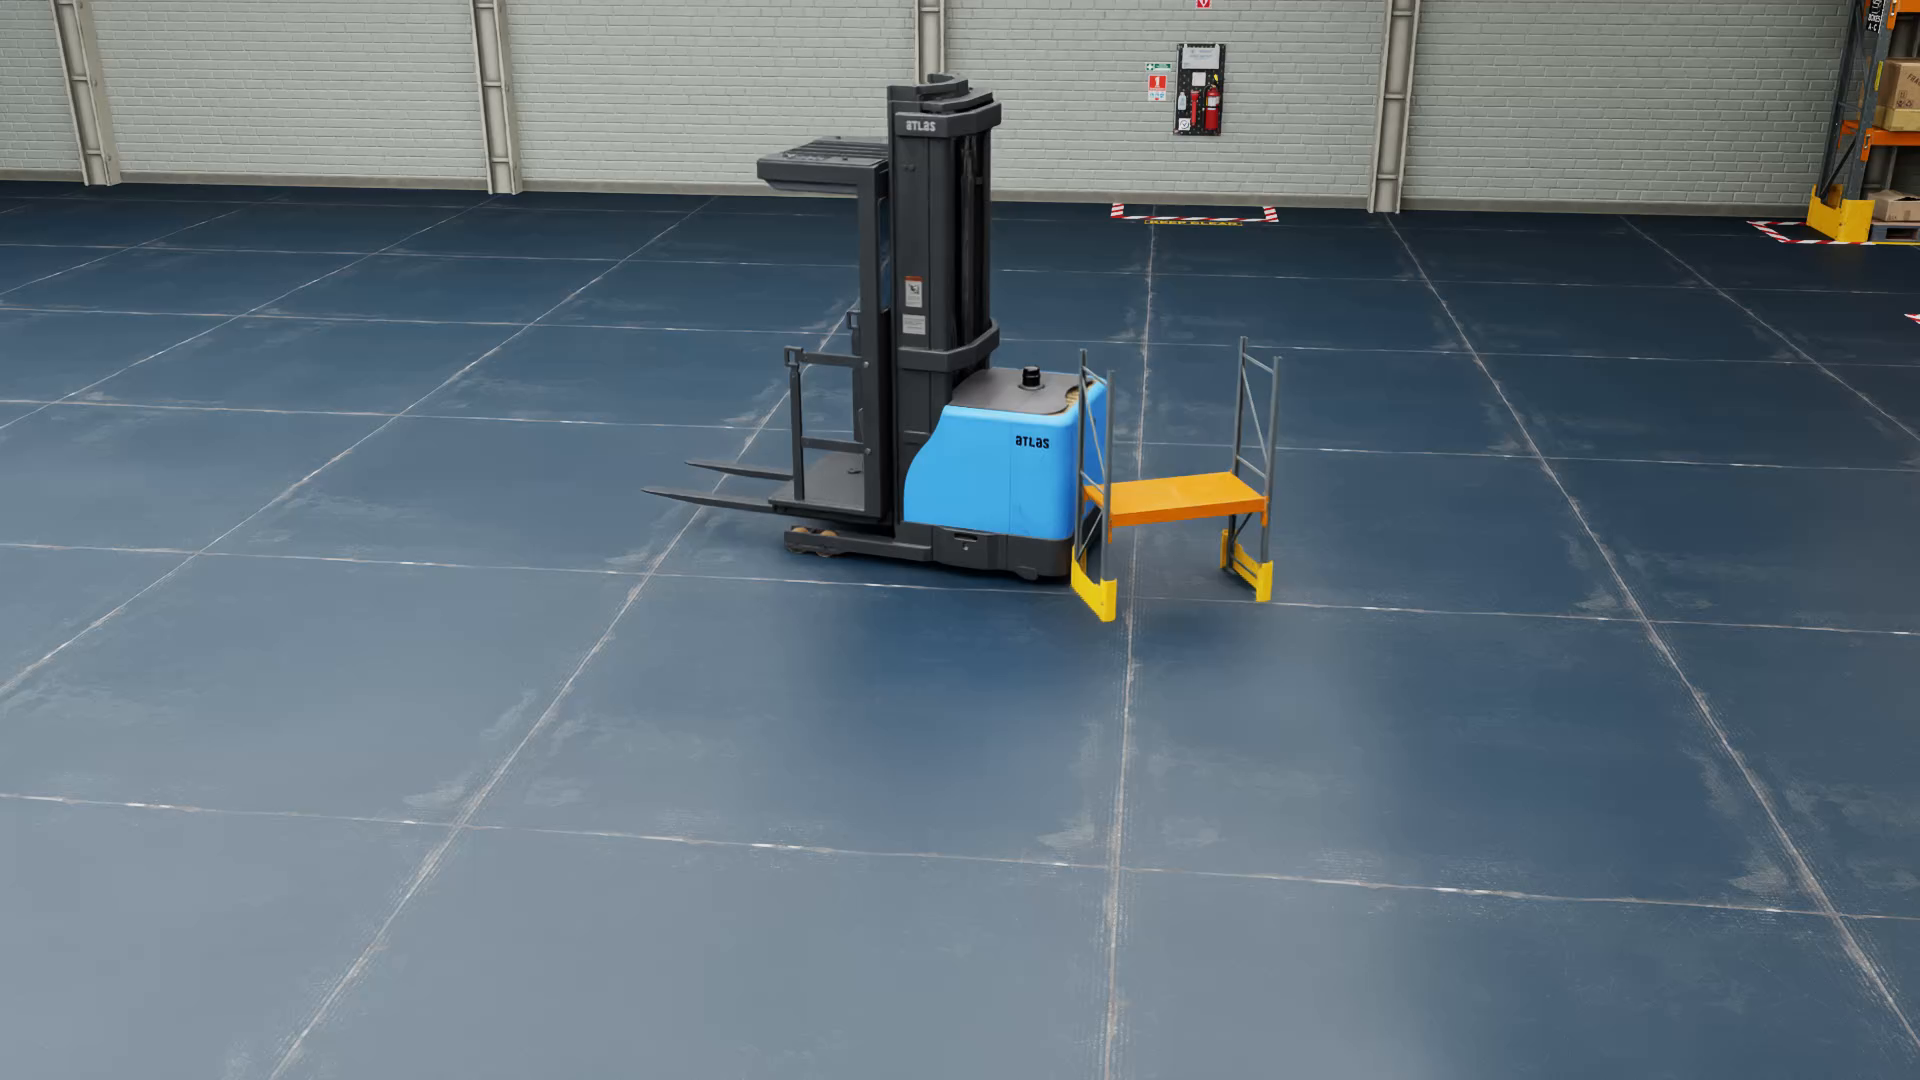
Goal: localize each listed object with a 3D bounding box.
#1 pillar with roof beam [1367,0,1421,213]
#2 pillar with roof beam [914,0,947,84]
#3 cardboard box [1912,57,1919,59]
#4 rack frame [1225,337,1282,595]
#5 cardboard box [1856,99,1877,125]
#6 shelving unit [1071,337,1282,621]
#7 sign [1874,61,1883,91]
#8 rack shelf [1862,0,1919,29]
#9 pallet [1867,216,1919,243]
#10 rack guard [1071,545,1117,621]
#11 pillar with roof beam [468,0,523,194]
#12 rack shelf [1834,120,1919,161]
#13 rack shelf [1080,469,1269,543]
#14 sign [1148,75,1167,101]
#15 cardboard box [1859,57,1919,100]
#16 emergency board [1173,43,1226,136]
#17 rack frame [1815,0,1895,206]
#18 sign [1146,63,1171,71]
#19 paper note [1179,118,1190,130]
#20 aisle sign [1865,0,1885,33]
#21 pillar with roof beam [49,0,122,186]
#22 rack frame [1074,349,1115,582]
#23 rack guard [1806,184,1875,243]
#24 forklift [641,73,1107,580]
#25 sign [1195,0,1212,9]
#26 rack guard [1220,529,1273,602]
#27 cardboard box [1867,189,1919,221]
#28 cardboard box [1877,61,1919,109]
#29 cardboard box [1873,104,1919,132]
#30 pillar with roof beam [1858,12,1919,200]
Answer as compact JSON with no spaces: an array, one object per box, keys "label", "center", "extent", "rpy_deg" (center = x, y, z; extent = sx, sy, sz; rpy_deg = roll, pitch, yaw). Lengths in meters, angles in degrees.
[{"label":"pillar with roof beam","center":[5.069,-6.953,16.287],"extent":[0.400,9.000,9.100],"rpy_deg":[2,22,6]},{"label":"pillar with roof beam","center":[-0.889,-7.213,16.944],"extent":[0.400,9.000,9.100],"rpy_deg":[2,22,6]},{"label":"cardboard box","center":[11.729,-5.510,19.954],"extent":[0.500,0.500,0.500],"rpy_deg":[3,22,7]},{"label":"rack frame","center":[1.757,-0.429,9.984],"extent":[0.032,1.500,0.500],"rpy_deg":[-6,22,-15]},{"label":"cardboard box","center":[11.224,-5.180,20.139],"extent":[0.500,0.250,0.500],"rpy_deg":[3,22,7]},{"label":"shelving unit","center":[1.277,-0.378,9.856],"extent":[1.083,1.500,0.587],"rpy_deg":[-6,22,-15]},{"label":"sign","center":[10.673,-5.394,19.327],"extent":[0.005,0.325,0.100],"rpy_deg":[2,22,6]},{"label":"rack shelf","center":[12.723,-6.164,19.349],"extent":[4.000,0.370,1.077],"rpy_deg":[2,22,6]},{"label":"pallet","center":[11.615,-3.842,20.370],"extent":[1.213,0.211,1.003],"rpy_deg":[2,22,6]},{"label":"rack guard","center":[0.798,0.254,9.958],"extent":[0.087,0.250,0.587],"rpy_deg":[-6,22,-15]},{"label":"pillar with roof beam","center":[-6.847,-7.472,17.601],"extent":[0.400,9.000,9.100],"rpy_deg":[2,22,6]},{"label":"rack shelf","center":[12.723,-4.769,19.900],"extent":[4.000,0.370,1.077],"rpy_deg":[2,22,6]},{"label":"rack shelf","center":[1.268,-0.210,9.920],"extent":[1.000,0.185,0.538],"rpy_deg":[-6,22,-15]},{"label":"sign","center":[2.589,-5.934,21.821],"extent":[0.234,0.329,0.001],"rpy_deg":[2,22,6]},{"label":"cardboard box","center":[11.230,-5.535,20.018],"extent":[0.500,0.500,0.500],"rpy_deg":[2,22,6]},{"label":"emergency board","center":[3.126,-5.856,21.672],"extent":[0.643,1.169,0.194],"rpy_deg":[2,22,6]},{"label":"rack frame","center":[10.737,-5.190,19.987],"extent":[0.127,3.000,1.000],"rpy_deg":[2,22,6]},{"label":"sign","center":[2.593,-6.177,21.715],"extent":[0.331,0.109,0.001],"rpy_deg":[2,22,6]},{"label":"paper note","center":[2.959,-5.479,21.917],"extent":[0.142,0.148,0.016],"rpy_deg":[2,22,6]},{"label":"aisle sign","center":[10.630,-6.292,19.240],"extent":[0.004,0.787,0.394],"rpy_deg":[2,22,6]},{"label":"pillar with roof beam","center":[-12.806,-7.732,18.257],"extent":[0.400,9.000,9.100],"rpy_deg":[2,22,6]},{"label":"rack frame","center":[0.780,-0.326,9.723],"extent":[0.032,1.500,0.500],"rpy_deg":[-6,22,-15]},{"label":"rack guard","center":[10.813,-4.024,20.438],"extent":[0.348,0.500,1.175],"rpy_deg":[2,22,6]},{"label":"forklift","center":[-0.610,-1.426,10.561],"extent":[3.031,2.935,1.130],"rpy_deg":[7,23,18]},{"label":"sign","center":[3.130,-6.970,21.338],"extent":[0.199,0.298,0.001],"rpy_deg":[2,22,6]},{"label":"rack guard","center":[1.756,0.153,10.213],"extent":[0.087,0.250,0.587],"rpy_deg":[-6,22,-15]},{"label":"cardboard box","center":[11.414,-4.081,20.242],"extent":[0.500,0.311,0.500],"rpy_deg":[0,22,0]},{"label":"cardboard box","center":[11.176,-5.348,19.543],"extent":[0.500,0.500,0.500],"rpy_deg":[3,22,6]},{"label":"cardboard box","center":[11.184,-4.992,19.664],"extent":[0.500,0.250,0.500],"rpy_deg":[2,22,5]},{"label":"pillar with roof beam","center":[11.027,-6.693,15.631],"extent":[0.400,9.000,9.100],"rpy_deg":[2,22,6]}]
